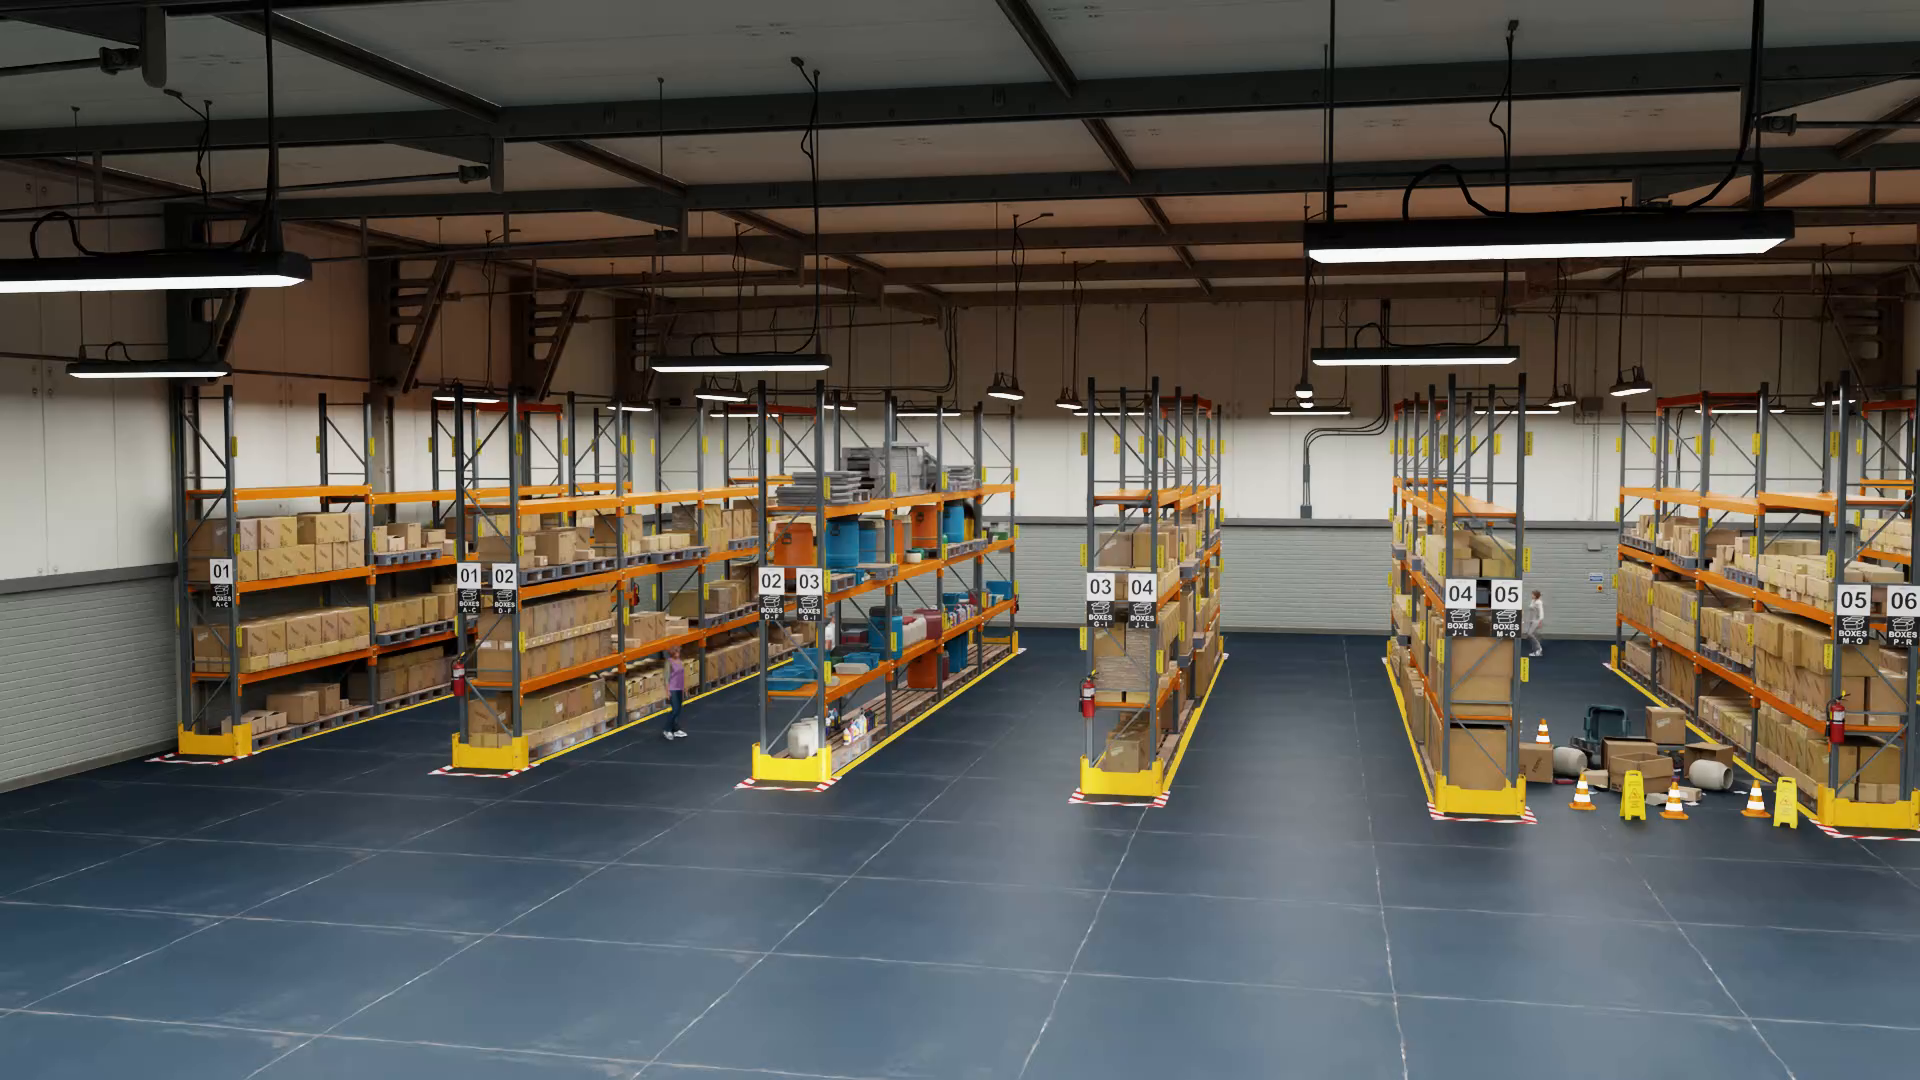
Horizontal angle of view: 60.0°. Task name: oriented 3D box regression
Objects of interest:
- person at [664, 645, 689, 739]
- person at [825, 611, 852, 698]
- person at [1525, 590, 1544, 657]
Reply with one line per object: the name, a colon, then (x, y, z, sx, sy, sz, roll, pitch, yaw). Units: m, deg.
person: (-4.899, 2.608, 28.679, 0.356, 1.609, 0.467, 1, 3, 22)
person: (-2.452, 2.272, 33.012, 0.492, 1.769, 0.560, 2, 4, 26)
person: (13.669, 1.981, 39.573, 0.425, 1.606, 0.430, 0, 3, -4)
